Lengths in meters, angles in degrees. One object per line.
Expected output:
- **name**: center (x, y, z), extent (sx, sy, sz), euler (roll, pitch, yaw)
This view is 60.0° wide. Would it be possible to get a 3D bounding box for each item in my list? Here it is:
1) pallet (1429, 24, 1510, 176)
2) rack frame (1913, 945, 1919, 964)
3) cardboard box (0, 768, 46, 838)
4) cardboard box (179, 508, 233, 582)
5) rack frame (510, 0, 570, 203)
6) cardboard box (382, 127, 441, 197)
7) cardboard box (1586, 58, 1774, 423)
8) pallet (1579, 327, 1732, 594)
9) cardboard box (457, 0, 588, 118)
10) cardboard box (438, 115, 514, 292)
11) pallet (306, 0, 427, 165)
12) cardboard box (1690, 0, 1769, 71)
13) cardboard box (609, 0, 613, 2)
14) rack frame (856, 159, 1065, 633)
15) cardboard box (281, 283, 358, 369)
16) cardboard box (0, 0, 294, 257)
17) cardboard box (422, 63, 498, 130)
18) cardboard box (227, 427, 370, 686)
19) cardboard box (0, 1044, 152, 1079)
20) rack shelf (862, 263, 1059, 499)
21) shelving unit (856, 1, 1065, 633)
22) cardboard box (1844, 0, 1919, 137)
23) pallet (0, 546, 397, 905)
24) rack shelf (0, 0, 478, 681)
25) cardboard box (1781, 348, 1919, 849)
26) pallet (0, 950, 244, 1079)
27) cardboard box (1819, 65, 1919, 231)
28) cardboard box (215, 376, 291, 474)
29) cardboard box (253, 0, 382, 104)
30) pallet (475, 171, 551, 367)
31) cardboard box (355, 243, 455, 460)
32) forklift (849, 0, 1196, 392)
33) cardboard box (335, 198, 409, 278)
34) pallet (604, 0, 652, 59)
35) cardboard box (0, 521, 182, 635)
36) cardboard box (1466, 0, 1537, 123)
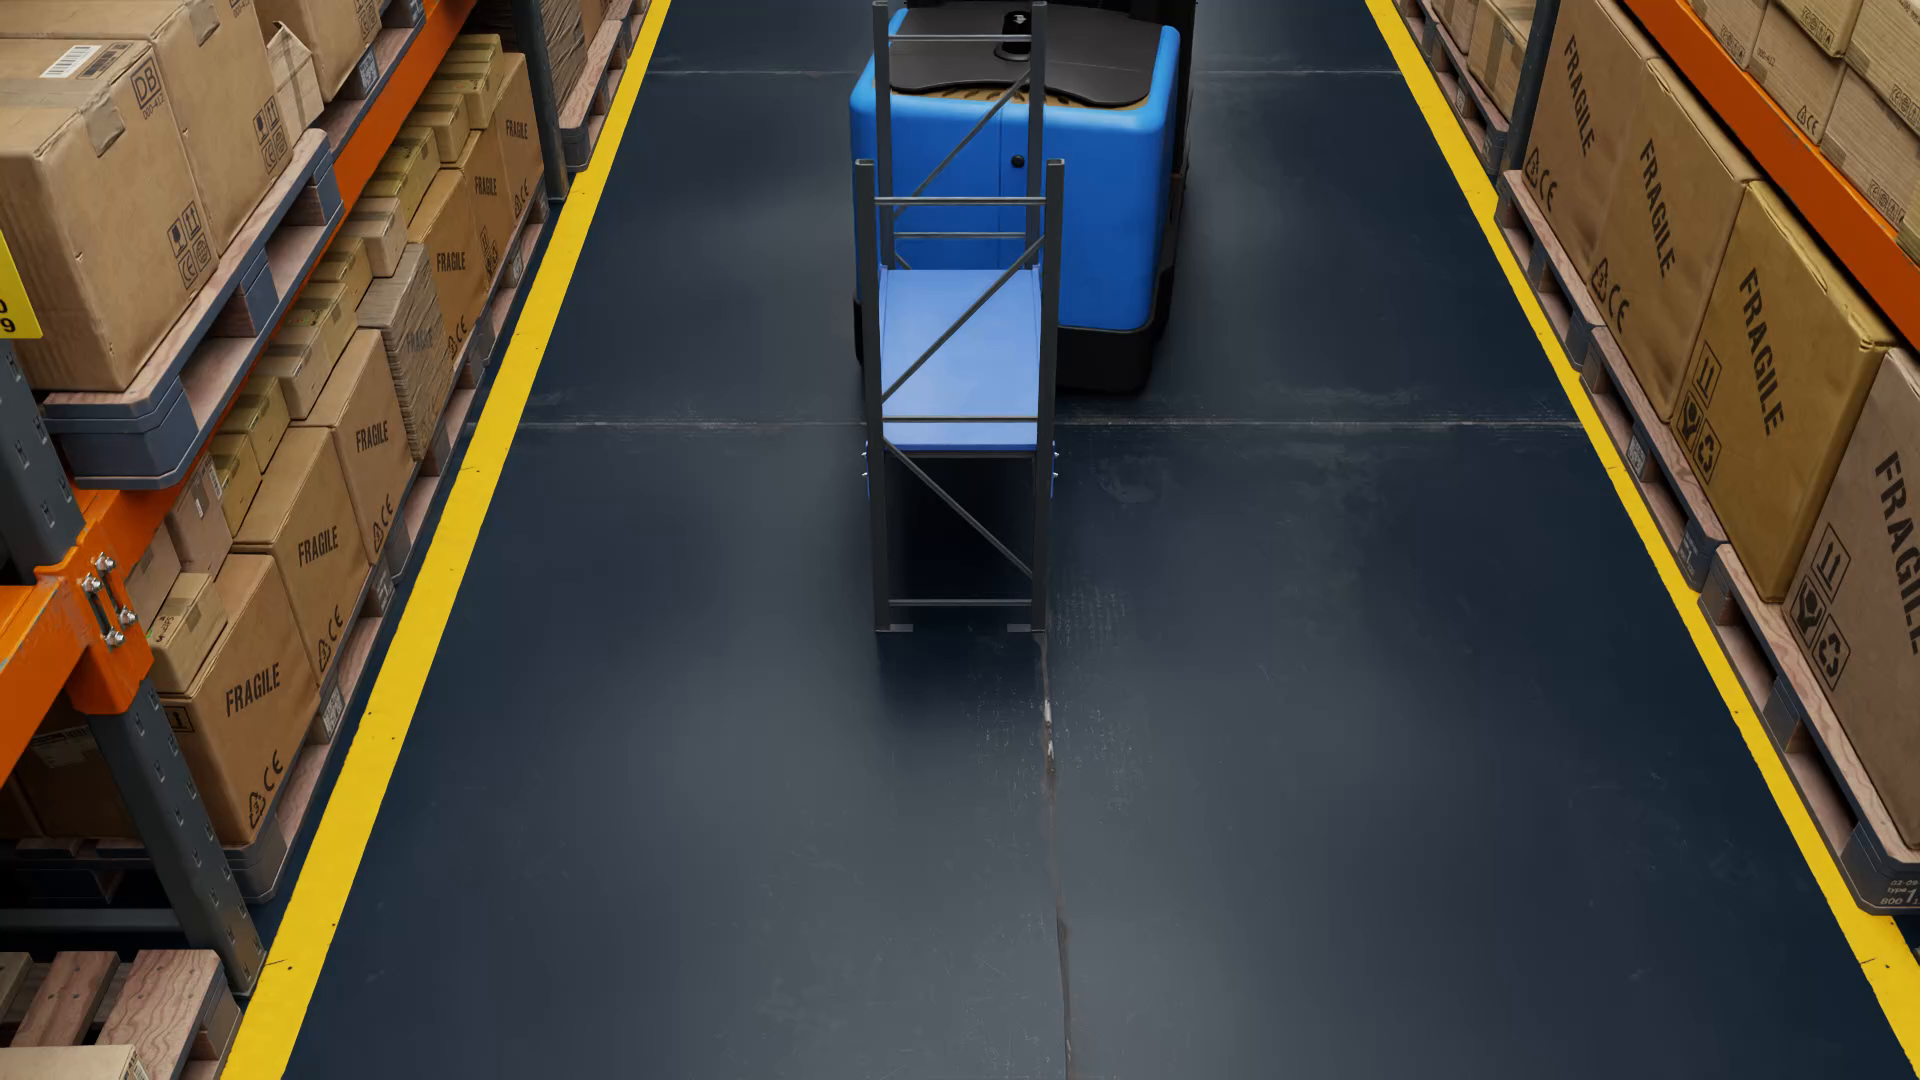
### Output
- **pallet**: center (2.794, -2.039, 7.626), extent (1.003, 0.211, 1.213), euler (0, 39, 0)
- **rack frame**: center (2.798, -0.137, 3.023), extent (1.000, 3.000, 0.127), euler (0, 39, 0)
- **cardboard box**: center (-2.462, 0.373, 4.048), extent (0.500, 0.500, 0.500), euler (0, 39, 0)
- **cardboard box**: center (-1.977, 0.029, 3.959), extent (0.380, 0.149, 0.250), euler (-1, 39, -1)
- **rack frame**: center (-2.170, -2.633, 6.137), extent (1.000, 3.000, 0.127), euler (0, 39, 0)
- **cardboard box**: center (-1.974, -1.265, 5.574), extent (0.380, 0.149, 0.250), euler (1, 39, 1)
- **cardboard box**: center (2.708, -0.984, 5.442), extent (0.875, 0.875, 0.875), euler (0, 39, 1)
- **pallet**: center (2.718, -0.296, 5.451), extent (1.003, 0.211, 1.213), euler (0, 39, 0)
- **cardboard box**: center (-2.157, -2.260, 7.235), extent (0.875, 0.625, 0.625), euler (1, 39, 1)
- **cardboard box**: center (-1.964, -1.244, 6.067), extent (0.500, 0.500, 0.500), euler (-1, 39, -1)
- **pallet**: center (-2.163, -1.342, 4.679), extent (1.003, 0.211, 1.213), euler (0, 39, 0)
- **cardboard box**: center (2.556, -1.625, 4.999), extent (0.500, 0.250, 0.500), euler (1, 39, 1)
- **cardboard box**: center (-2.167, -3.090, 8.270), extent (0.875, 0.625, 0.625), euler (-2, 39, -2)
- **rack frame**: center (0.000, -0.321, 4.451), extent (0.500, 1.500, 0.032), euler (0, 39, 0)
- **cardboard box**: center (-1.964, -0.614, 4.762), extent (0.380, 0.149, 0.250), euler (1, 39, 2)
- **cardboard box**: center (-1.943, -0.961, 3.634), extent (0.700, 0.500, 0.500), euler (0, 39, 0)
- **cardboard box**: center (-1.885, -1.595, 5.986), extent (0.380, 0.149, 0.250), euler (-2, 39, -2)
- **cardboard box**: center (-1.951, 0.045, 4.459), extent (0.500, 0.500, 0.500), euler (-1, 39, -1)
- **cardboard box**: center (-1.871, 1.165, 3.341), extent (0.380, 0.149, 0.250), euler (-1, 39, -1)
- **rack shelf**: center (0.000, -0.498, 4.960), extent (0.538, 0.185, 1.000), euler (0, 39, 0)
- **shelving unit**: center (0.000, -0.639, 4.848), extent (0.538, 1.500, 1.048), euler (0, 39, 0)
- **cardboard box**: center (2.540, -1.186, 4.051), extent (0.500, 0.250, 0.500), euler (1, 39, 1)
- **pallet**: center (-2.204, 0.448, 4.522), extent (1.003, 0.211, 1.213), euler (0, 39, 0)
- **rack shelf**: center (-2.168, -1.101, 4.801), extent (1.077, 0.370, 4.000), euler (0, 39, 0)
- **cardboard box**: center (2.718, 0.140, 4.039), extent (0.875, 0.875, 0.875), euler (1, 39, 1)
- **pallet**: center (-2.166, 1.386, 3.351), extent (1.003, 0.211, 1.213), euler (0, 39, 0)
- **cardboard box**: center (2.565, -0.993, 4.210), extent (0.500, 0.250, 0.500), euler (-1, 39, -1)
- **cardboard box**: center (-2.003, -0.302, 4.373), extent (0.380, 0.149, 0.250), euler (-1, 39, -1)
- **cardboard box**: center (-1.944, -1.452, 4.247), extent (0.700, 0.500, 0.500), euler (0, 39, 0)
- **pallet**: center (-2.207, -1.078, 6.426), extent (1.003, 0.211, 1.213), euler (0, 39, 0)
- **cardboard box**: center (-1.942, -0.592, 5.253), extent (0.500, 0.500, 0.500), euler (-1, 39, -2)
- **forklift**: center (0.383, -2.580, 6.126), extent (1.130, 2.935, 3.031), euler (6, 39, 8)
- **cardboard box**: center (-1.943, -0.936, 5.164), extent (0.380, 0.149, 0.250), euler (-2, 39, -2)
- **pallet**: center (-2.130, -2.820, 8.601), extent (1.003, 0.211, 1.213), euler (0, 39, 0)
- **cardboard box**: center (-1.960, 0.087, 3.650), extent (0.380, 0.149, 0.250), euler (-1, 39, -1)
- **cardboard box**: center (2.803, -2.130, 7.275), extent (0.950, 0.372, 0.625), euler (-2, 39, -3)
